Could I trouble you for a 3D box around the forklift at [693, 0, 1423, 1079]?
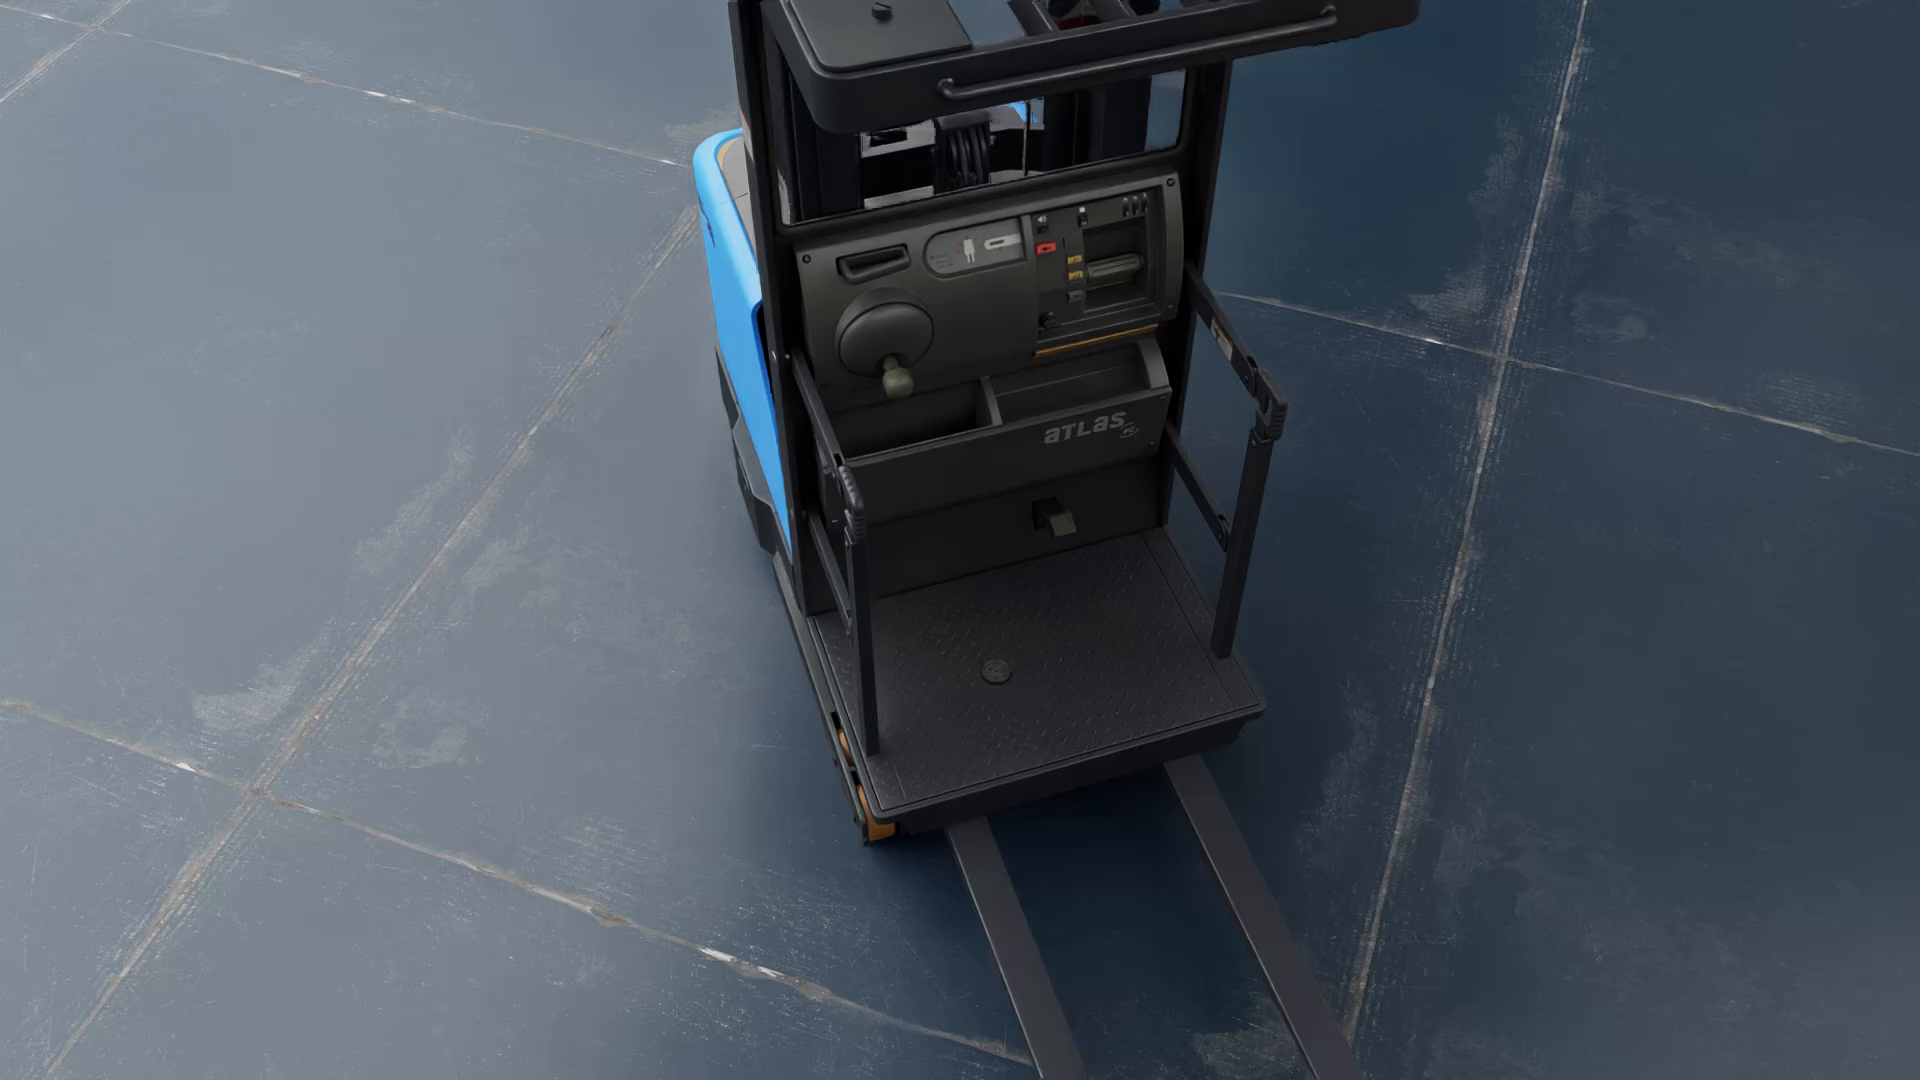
[{"bbox_3d":[0.152,-0.495,3.739,1.130,2.935,3.031,-14,51,-12],"label":"forklift"}]
